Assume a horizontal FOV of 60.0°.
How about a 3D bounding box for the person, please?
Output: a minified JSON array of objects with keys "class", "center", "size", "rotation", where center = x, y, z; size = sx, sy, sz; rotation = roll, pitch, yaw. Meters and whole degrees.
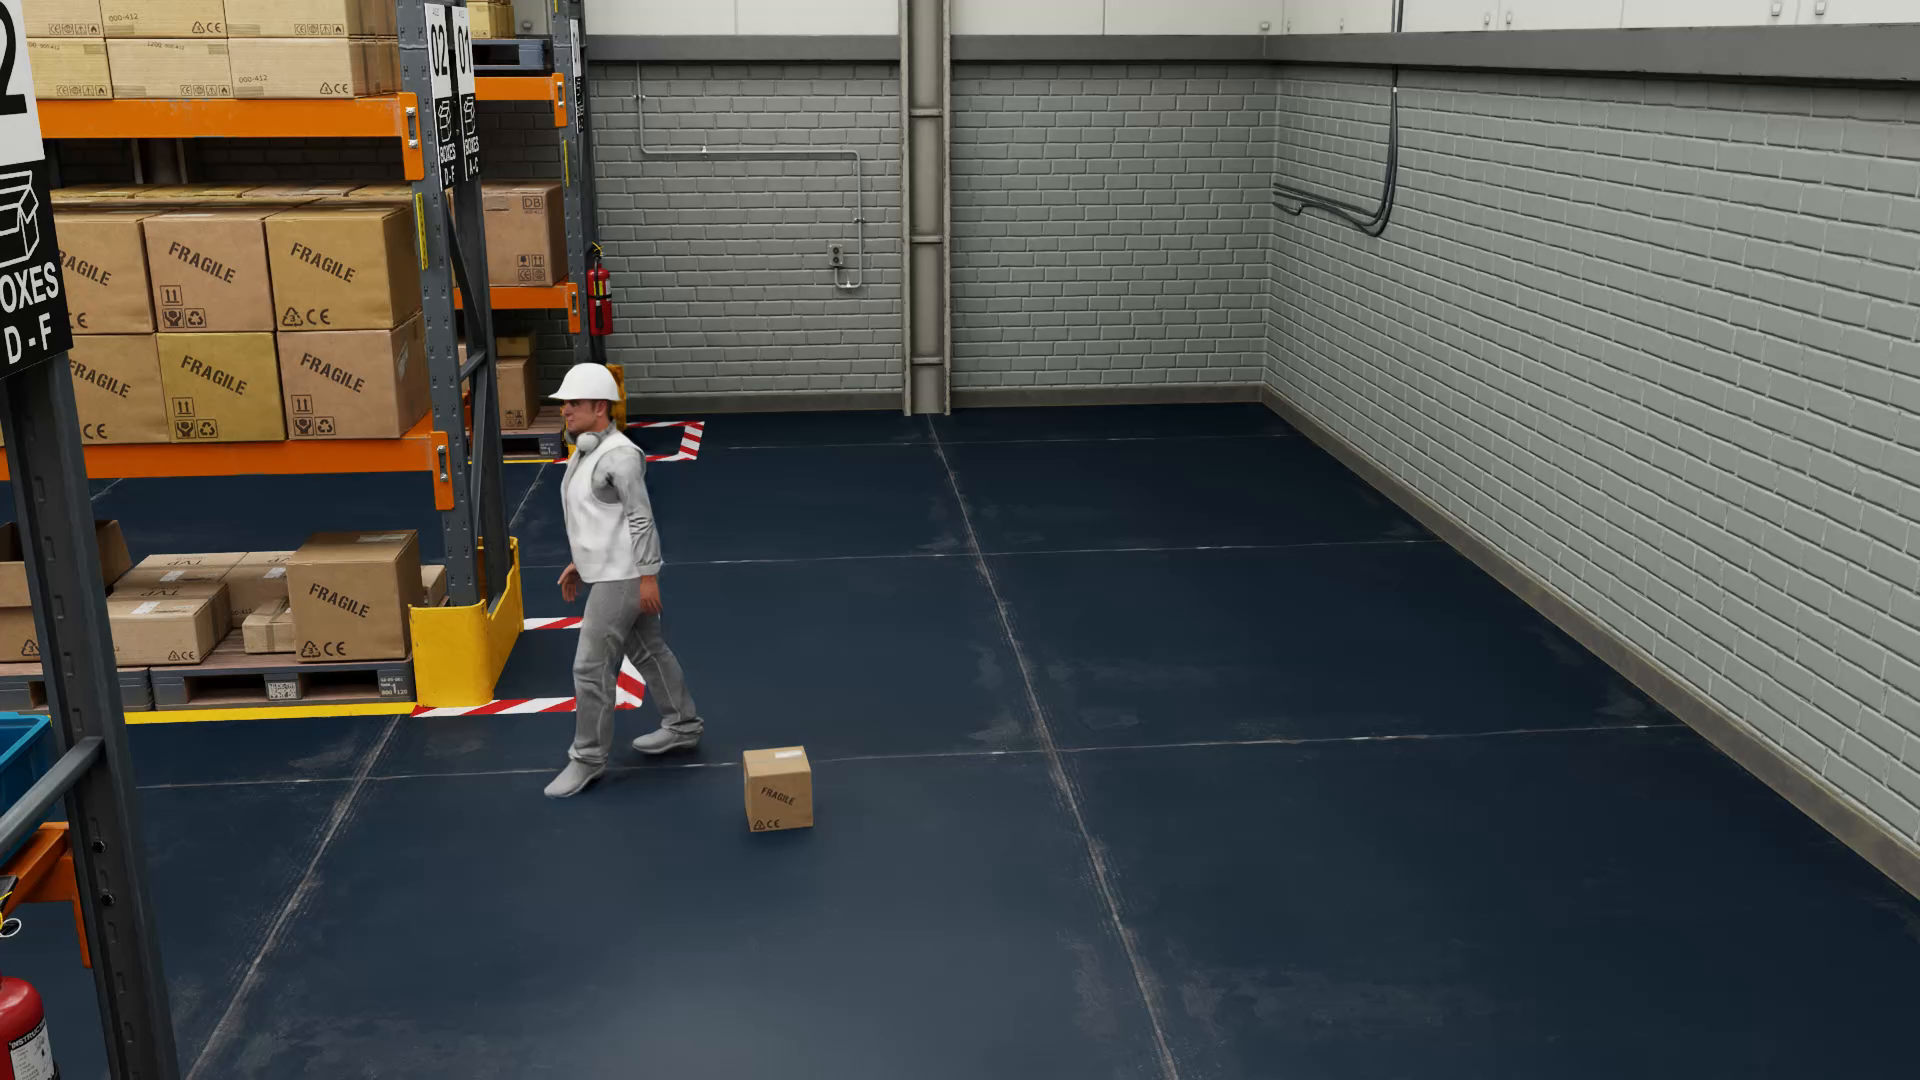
[{"class":"person","center":[-1.479,0.136,7.051],"size":[0.732,1.788,0.524],"rotation":[-6,18,-20]}]
